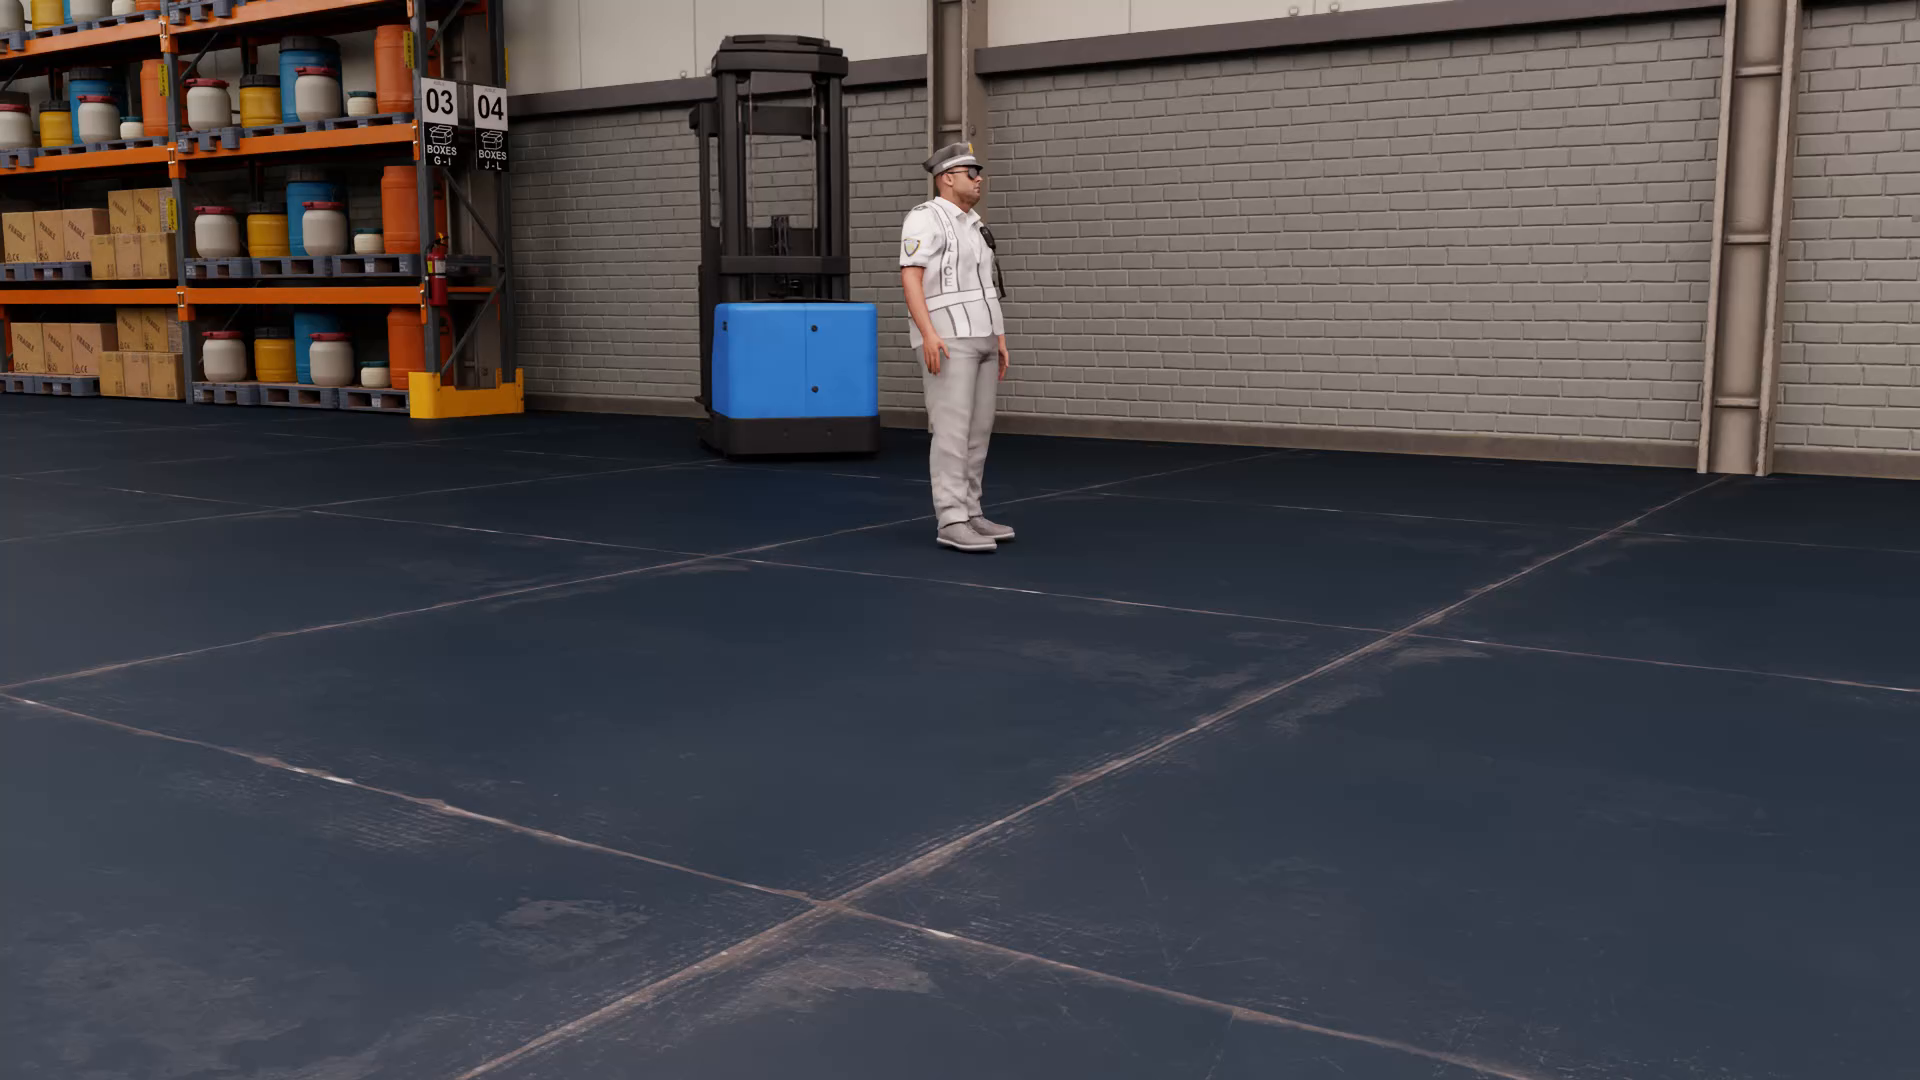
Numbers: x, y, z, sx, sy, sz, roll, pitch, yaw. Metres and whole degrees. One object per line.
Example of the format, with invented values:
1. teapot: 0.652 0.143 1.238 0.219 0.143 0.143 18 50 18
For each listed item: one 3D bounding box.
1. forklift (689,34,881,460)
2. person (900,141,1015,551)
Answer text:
1. forklift: -1.420 -2.173 12.472 1.130 2.935 3.031 -2 8 -15
2. person: 0.057 -0.882 7.424 0.575 1.781 0.640 5 10 34
